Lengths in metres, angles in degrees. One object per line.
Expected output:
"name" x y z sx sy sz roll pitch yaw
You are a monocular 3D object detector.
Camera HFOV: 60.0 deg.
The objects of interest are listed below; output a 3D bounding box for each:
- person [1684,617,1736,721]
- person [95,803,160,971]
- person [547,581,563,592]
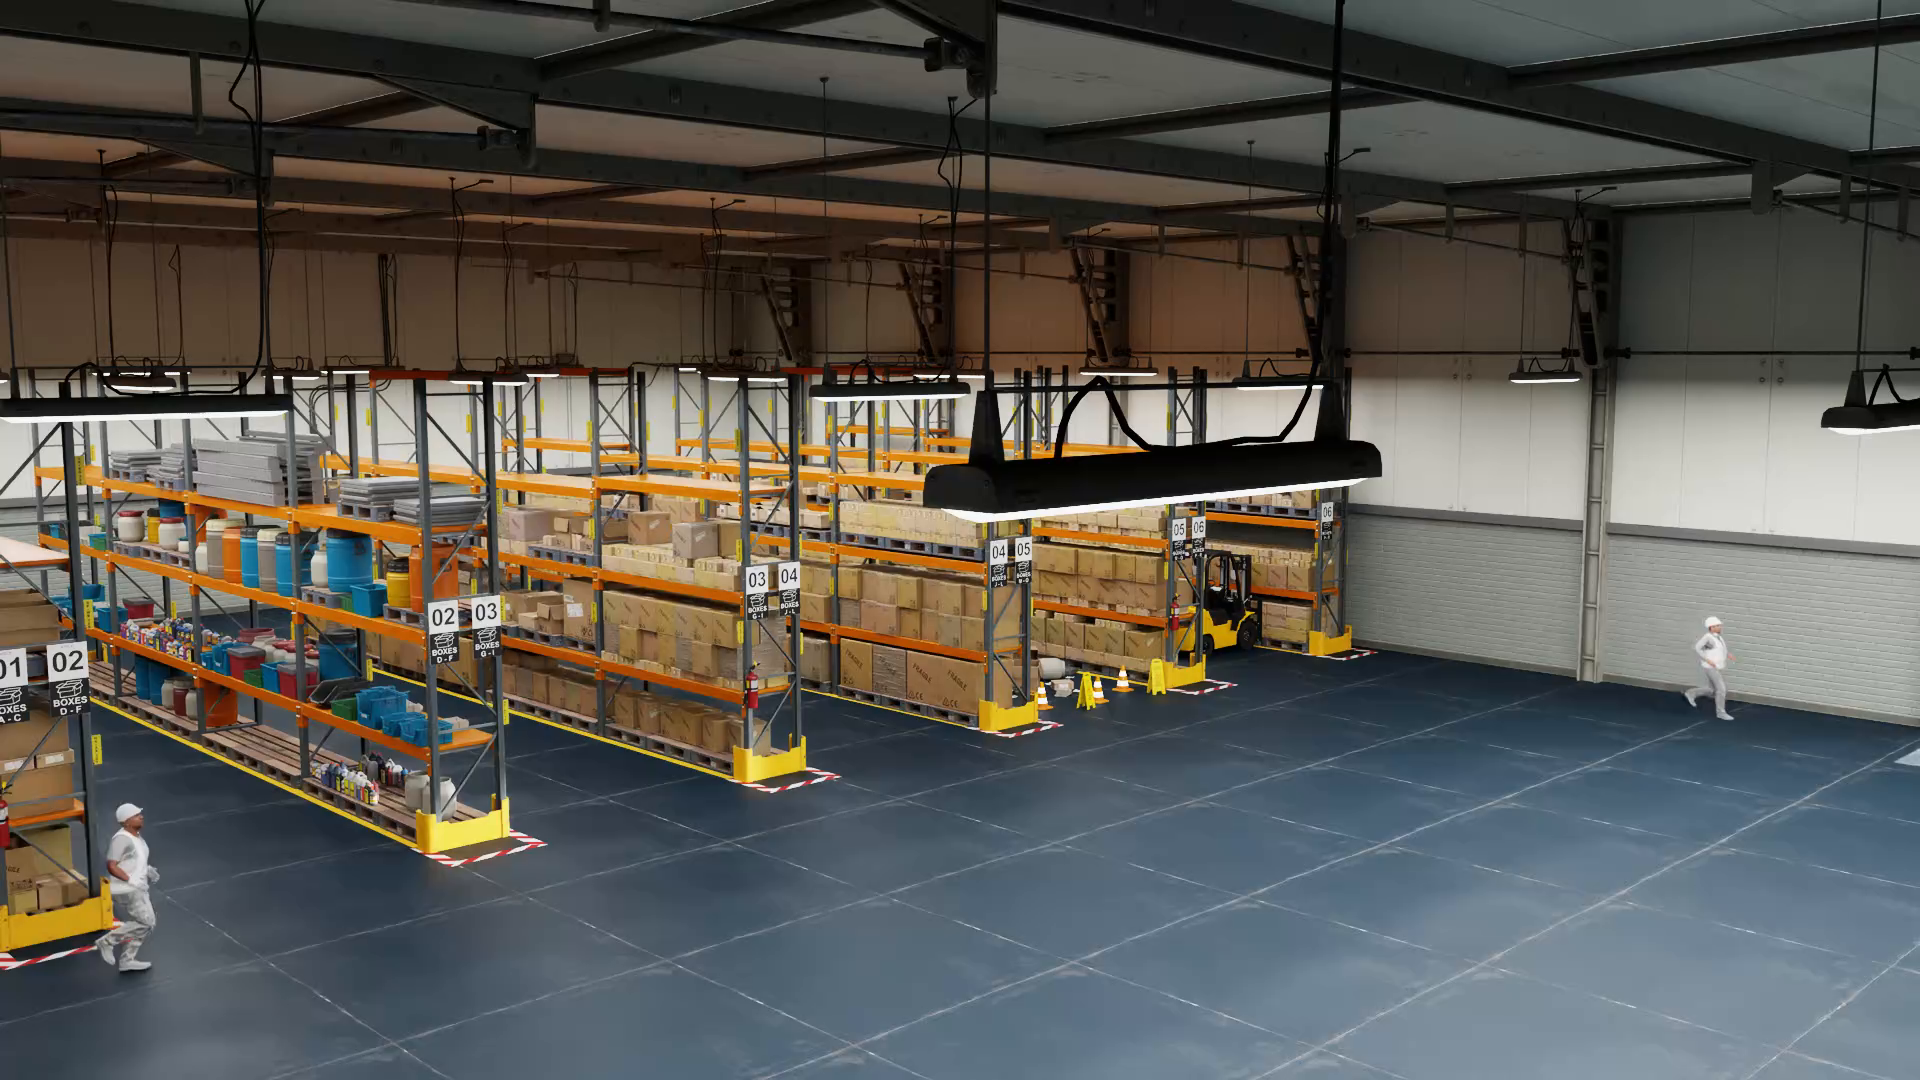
"person" 13.040 2.212 28.888 0.880 1.773 0.662 6 9 42
"person" -8.563 3.558 17.085 0.581 1.718 0.667 -2 7 -16
"person" -9.916 0.883 40.905 0.943 1.652 0.644 1 7 12
